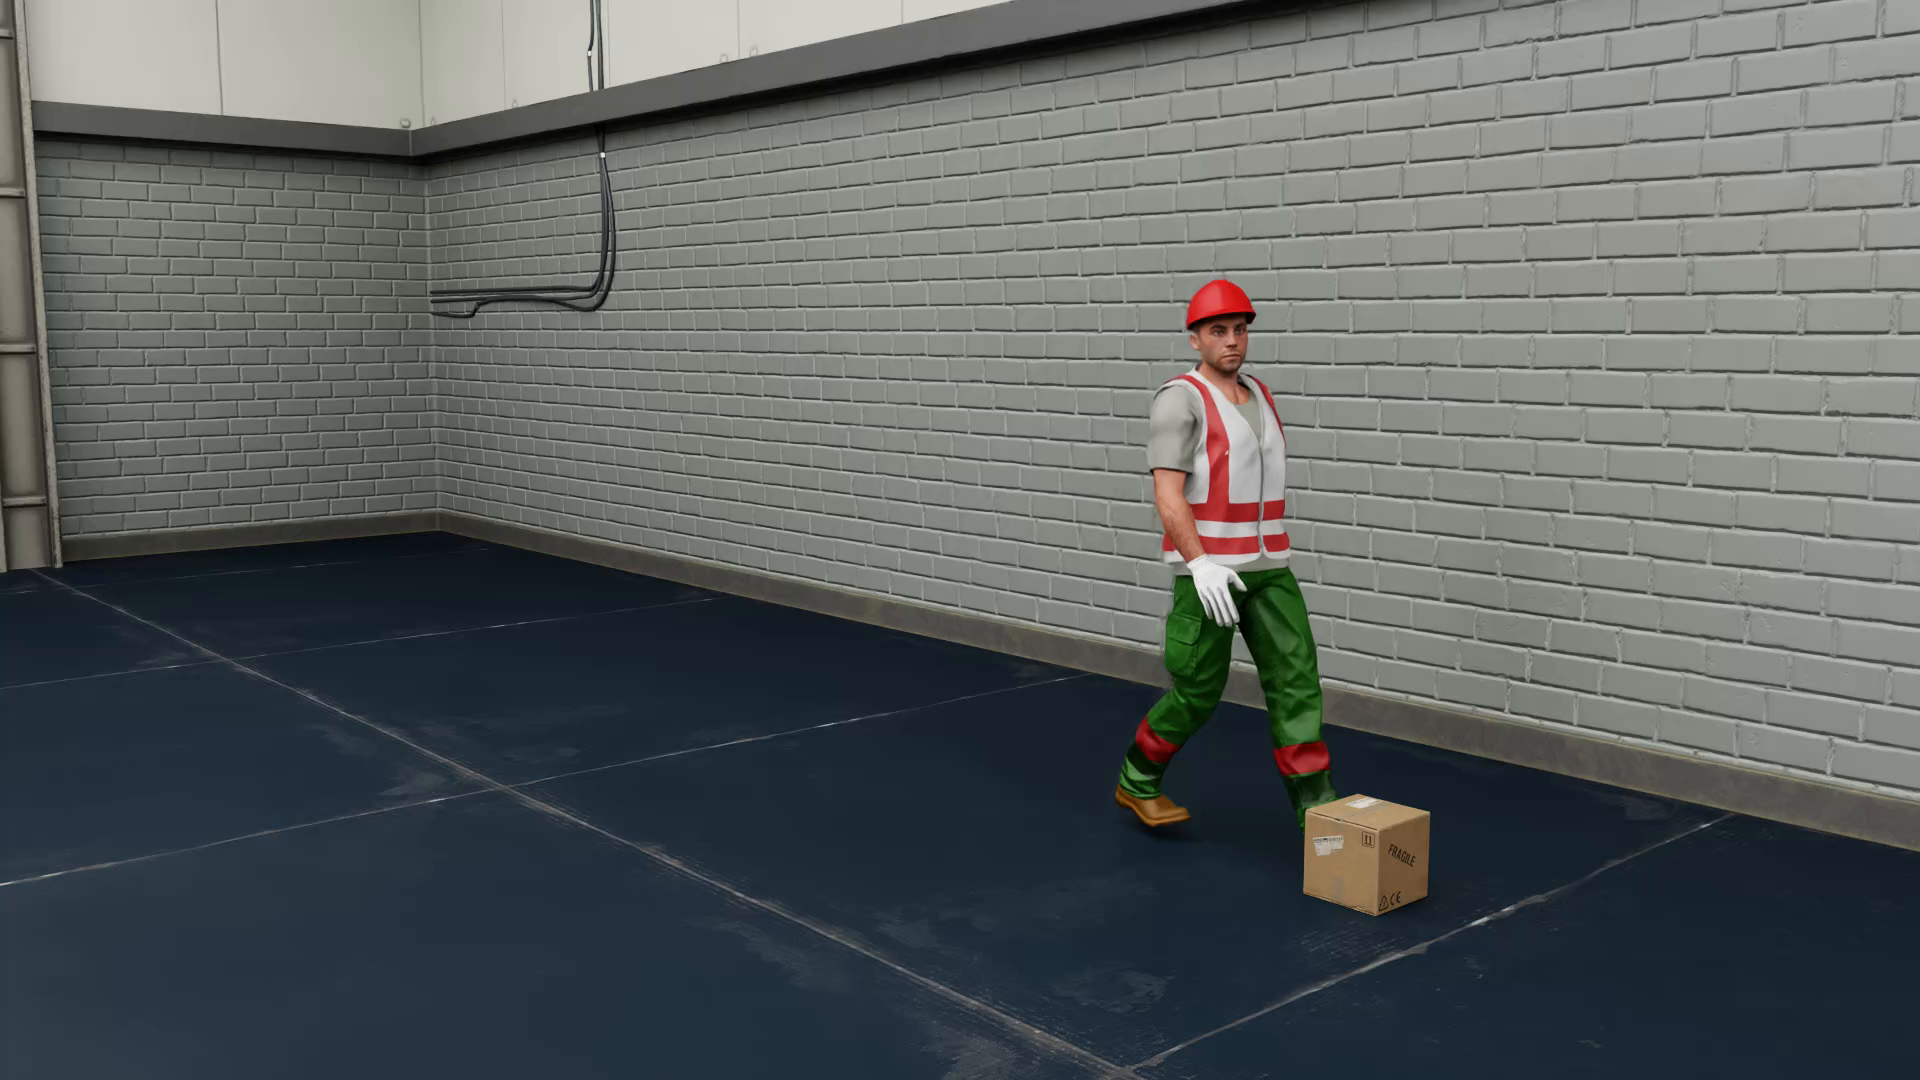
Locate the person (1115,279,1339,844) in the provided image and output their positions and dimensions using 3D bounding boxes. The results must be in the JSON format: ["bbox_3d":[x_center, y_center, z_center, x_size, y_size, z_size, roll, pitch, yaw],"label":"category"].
[{"bbox_3d":[0.879,0.093,5.020,0.571,1.745,0.969,-5,9,-35],"label":"person"}]
